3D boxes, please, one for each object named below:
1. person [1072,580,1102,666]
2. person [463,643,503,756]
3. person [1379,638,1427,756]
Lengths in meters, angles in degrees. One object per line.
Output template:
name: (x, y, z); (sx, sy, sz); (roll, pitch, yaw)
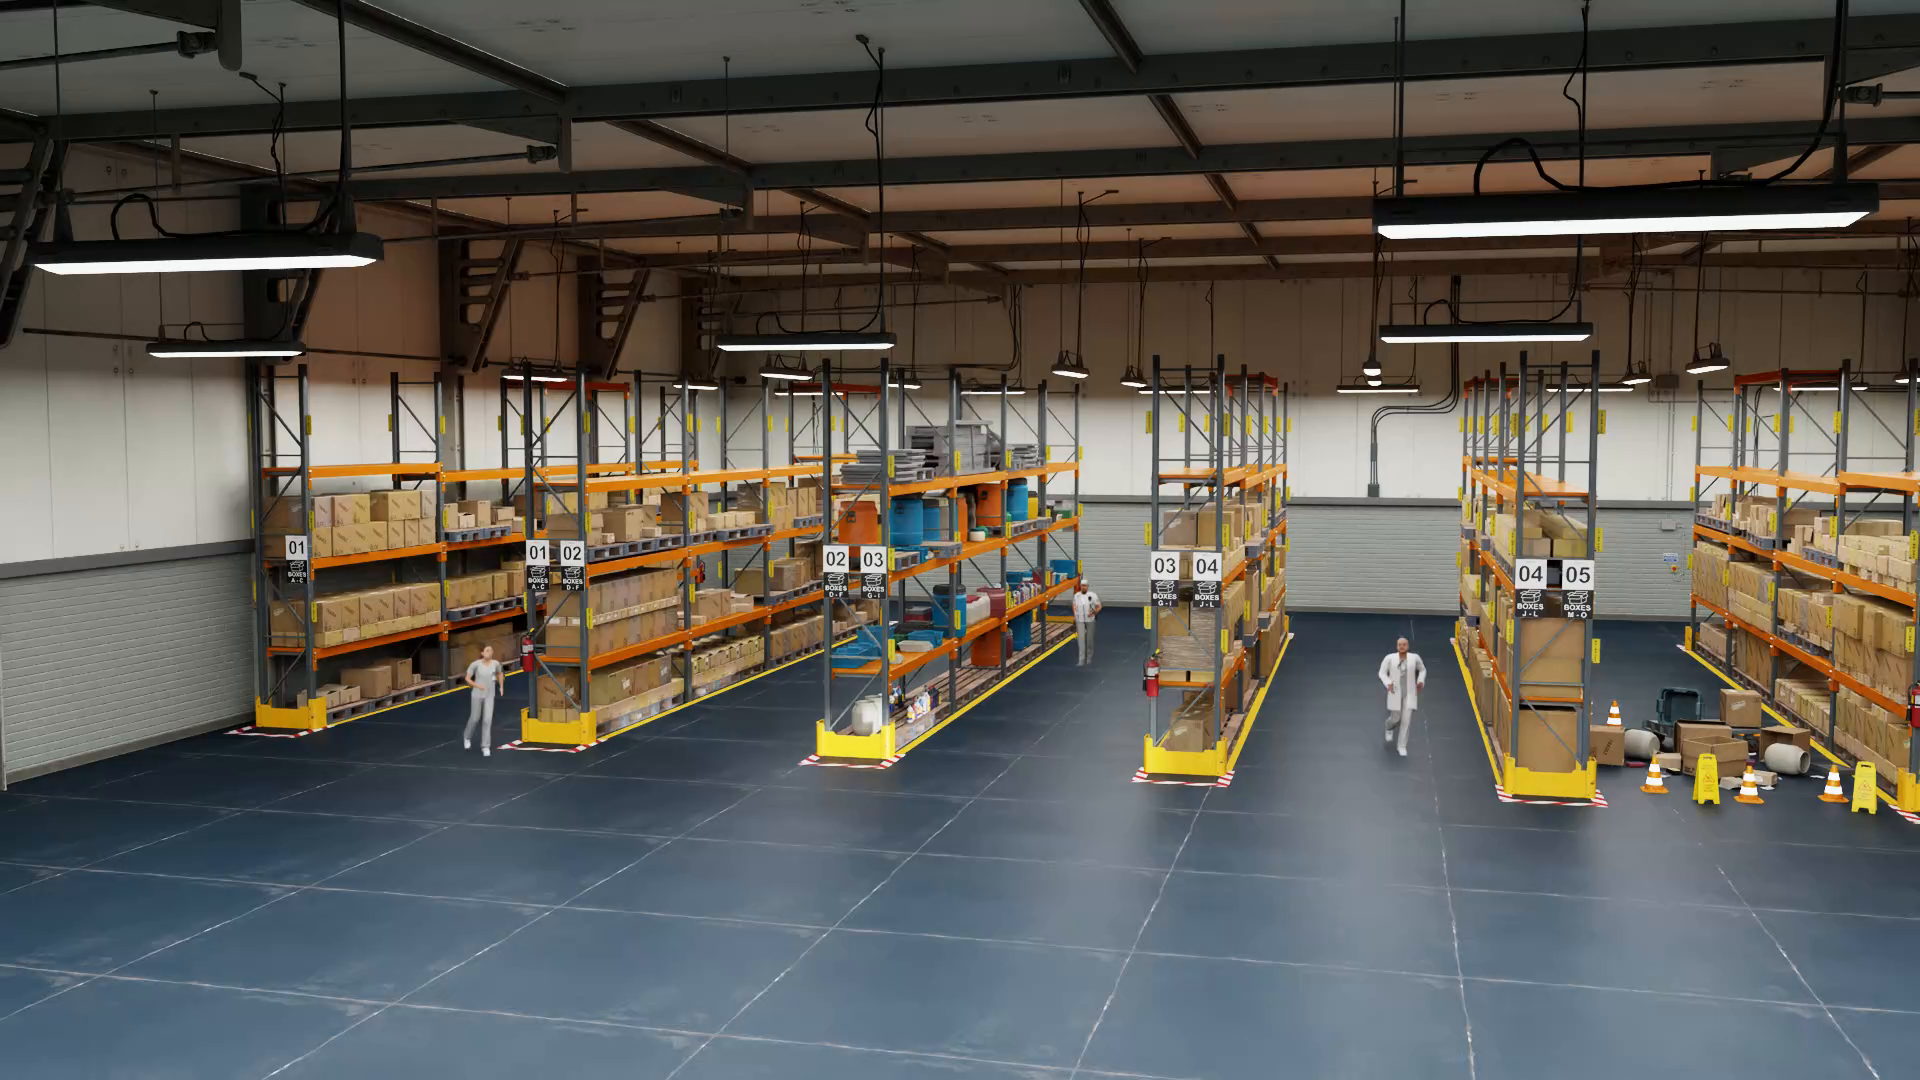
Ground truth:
person: (2.479, 1.633, 32.640); (0.599, 1.721, 0.799); (1, 4, 12)
person: (-7.258, 2.406, 25.428); (0.613, 1.673, 0.881); (-2, 5, -31)
person: (6.794, 2.379, 25.519); (0.717, 1.770, 0.777); (1, 4, 10)
